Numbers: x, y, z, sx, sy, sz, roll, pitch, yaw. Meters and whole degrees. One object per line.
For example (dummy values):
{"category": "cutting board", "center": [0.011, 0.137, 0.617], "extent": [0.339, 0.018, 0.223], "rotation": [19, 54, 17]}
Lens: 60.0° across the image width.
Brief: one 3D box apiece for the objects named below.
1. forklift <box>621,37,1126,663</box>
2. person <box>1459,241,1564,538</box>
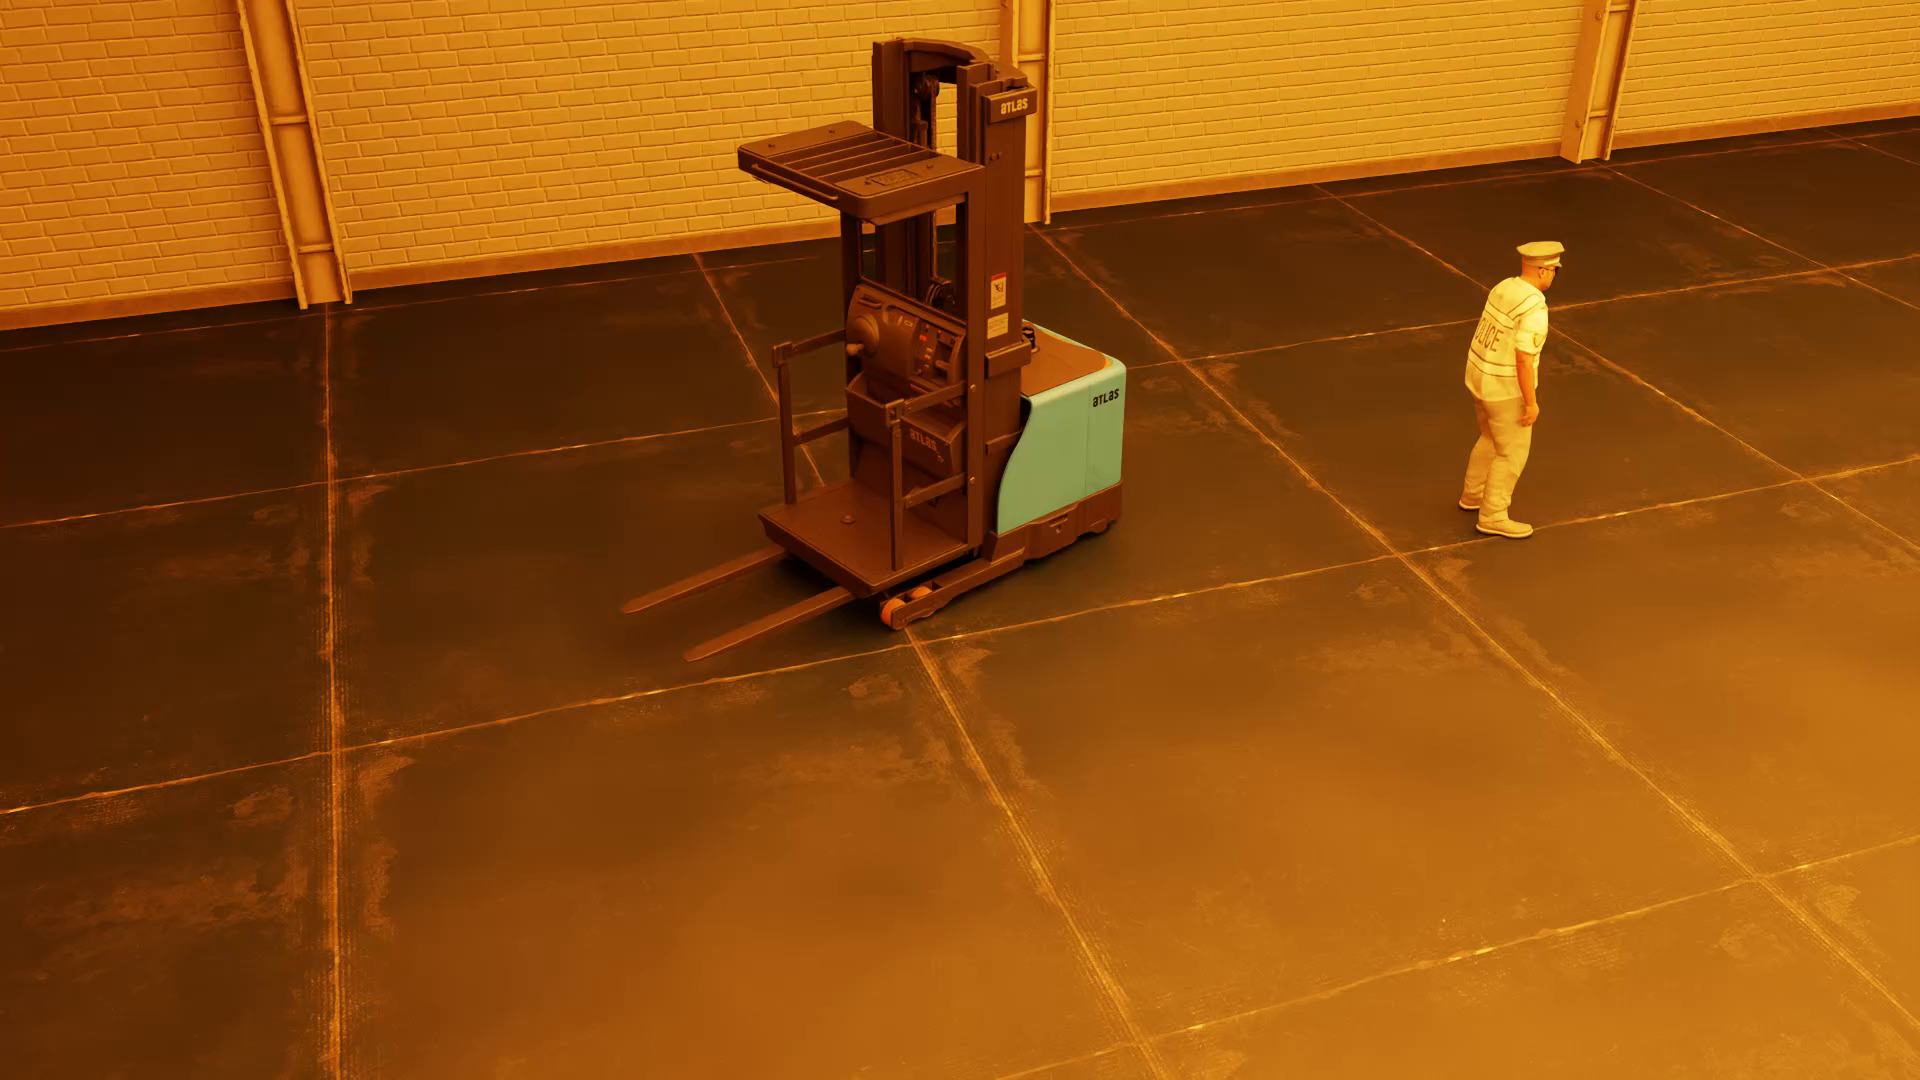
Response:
{"category": "forklift", "center": [-0.461, -1.072, 8.951], "extent": [3.031, 2.935, 1.130], "rotation": [-23, 37, -34]}
{"category": "person", "center": [3.234, -0.905, 9.845], "extent": [0.443, 1.747, 0.603], "rotation": [-4, 30, -6]}
